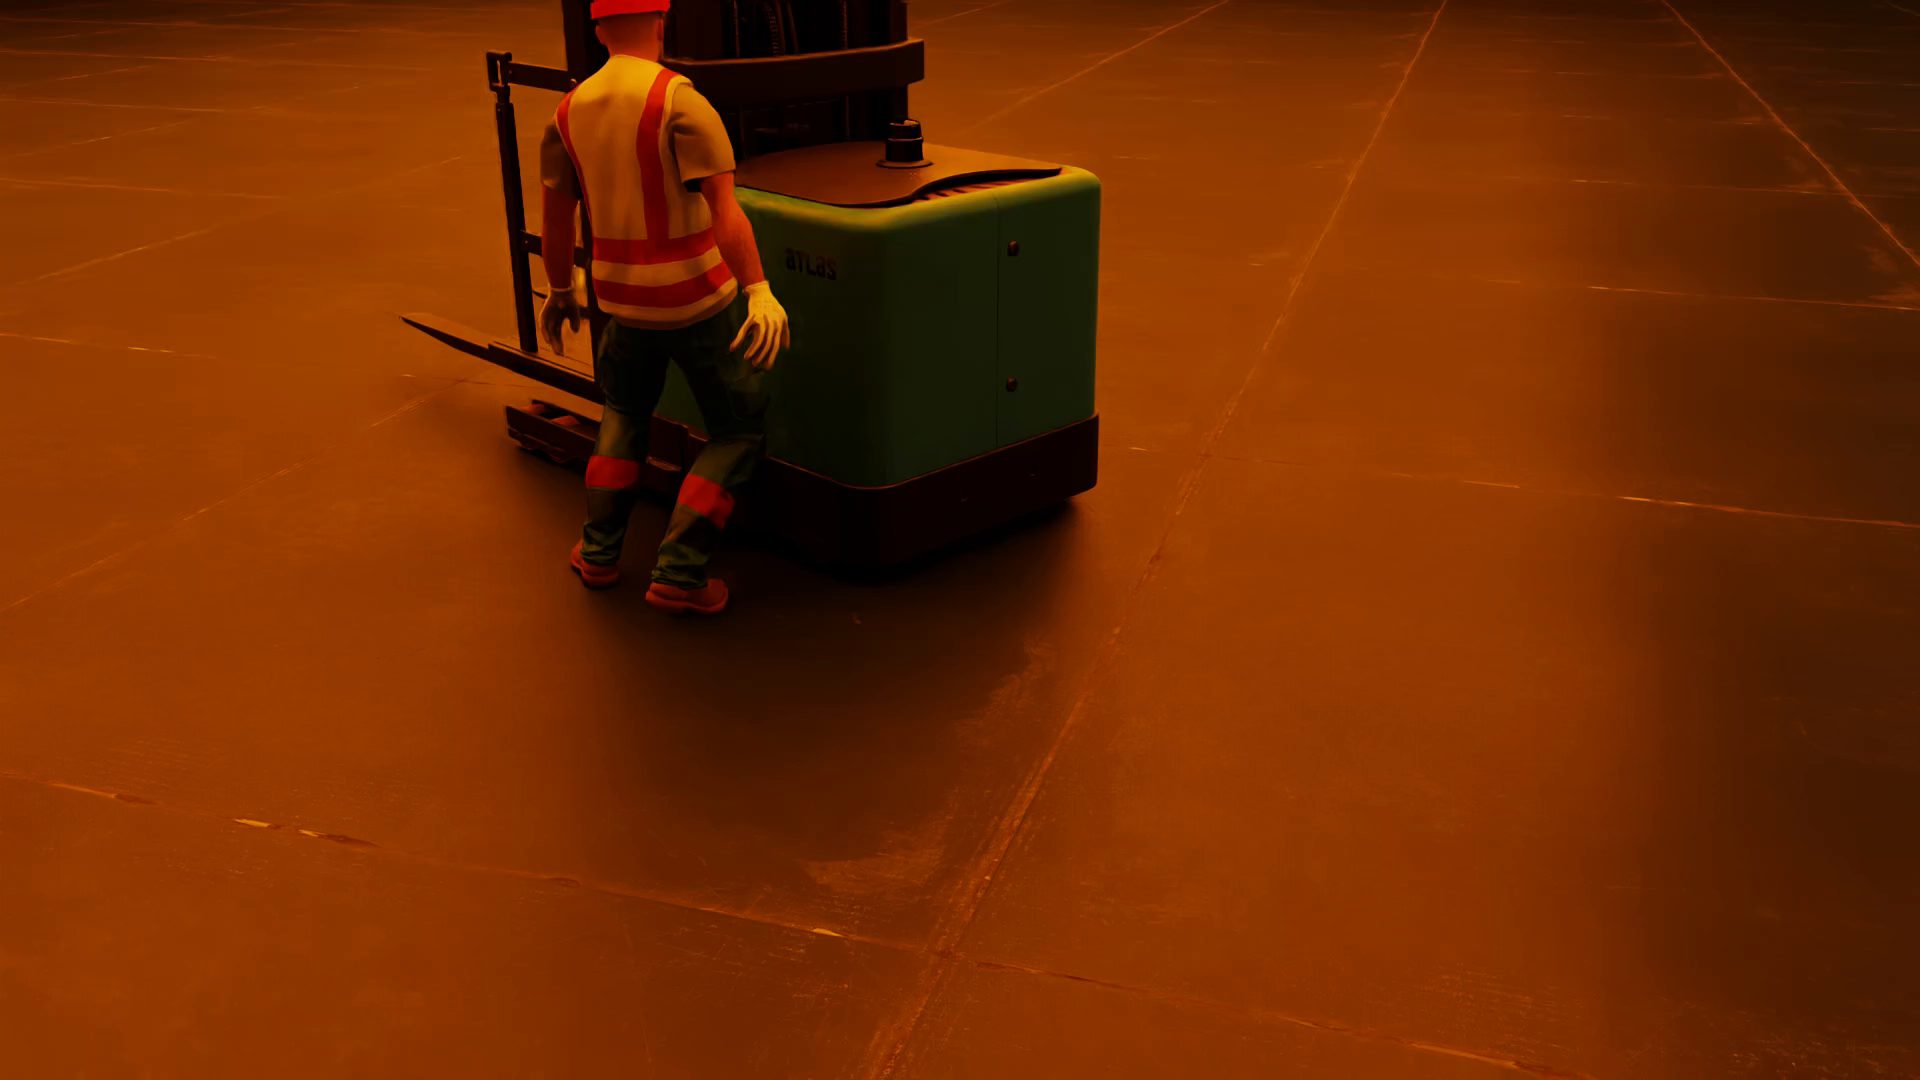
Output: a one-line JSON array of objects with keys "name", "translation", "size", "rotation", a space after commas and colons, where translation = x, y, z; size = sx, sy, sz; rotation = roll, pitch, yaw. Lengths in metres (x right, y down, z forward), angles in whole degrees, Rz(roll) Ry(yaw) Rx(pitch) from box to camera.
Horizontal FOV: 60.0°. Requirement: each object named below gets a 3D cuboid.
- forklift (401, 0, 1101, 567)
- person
[{"name": "forklift", "translation": [-0.957, -1.742, 5.498], "size": [3.031, 2.935, 1.130], "rotation": [21, 30, 41]}, {"name": "person", "translation": [-0.798, -0.639, 4.438], "size": [0.894, 1.701, 0.510], "rotation": [14, 26, 30]}]
